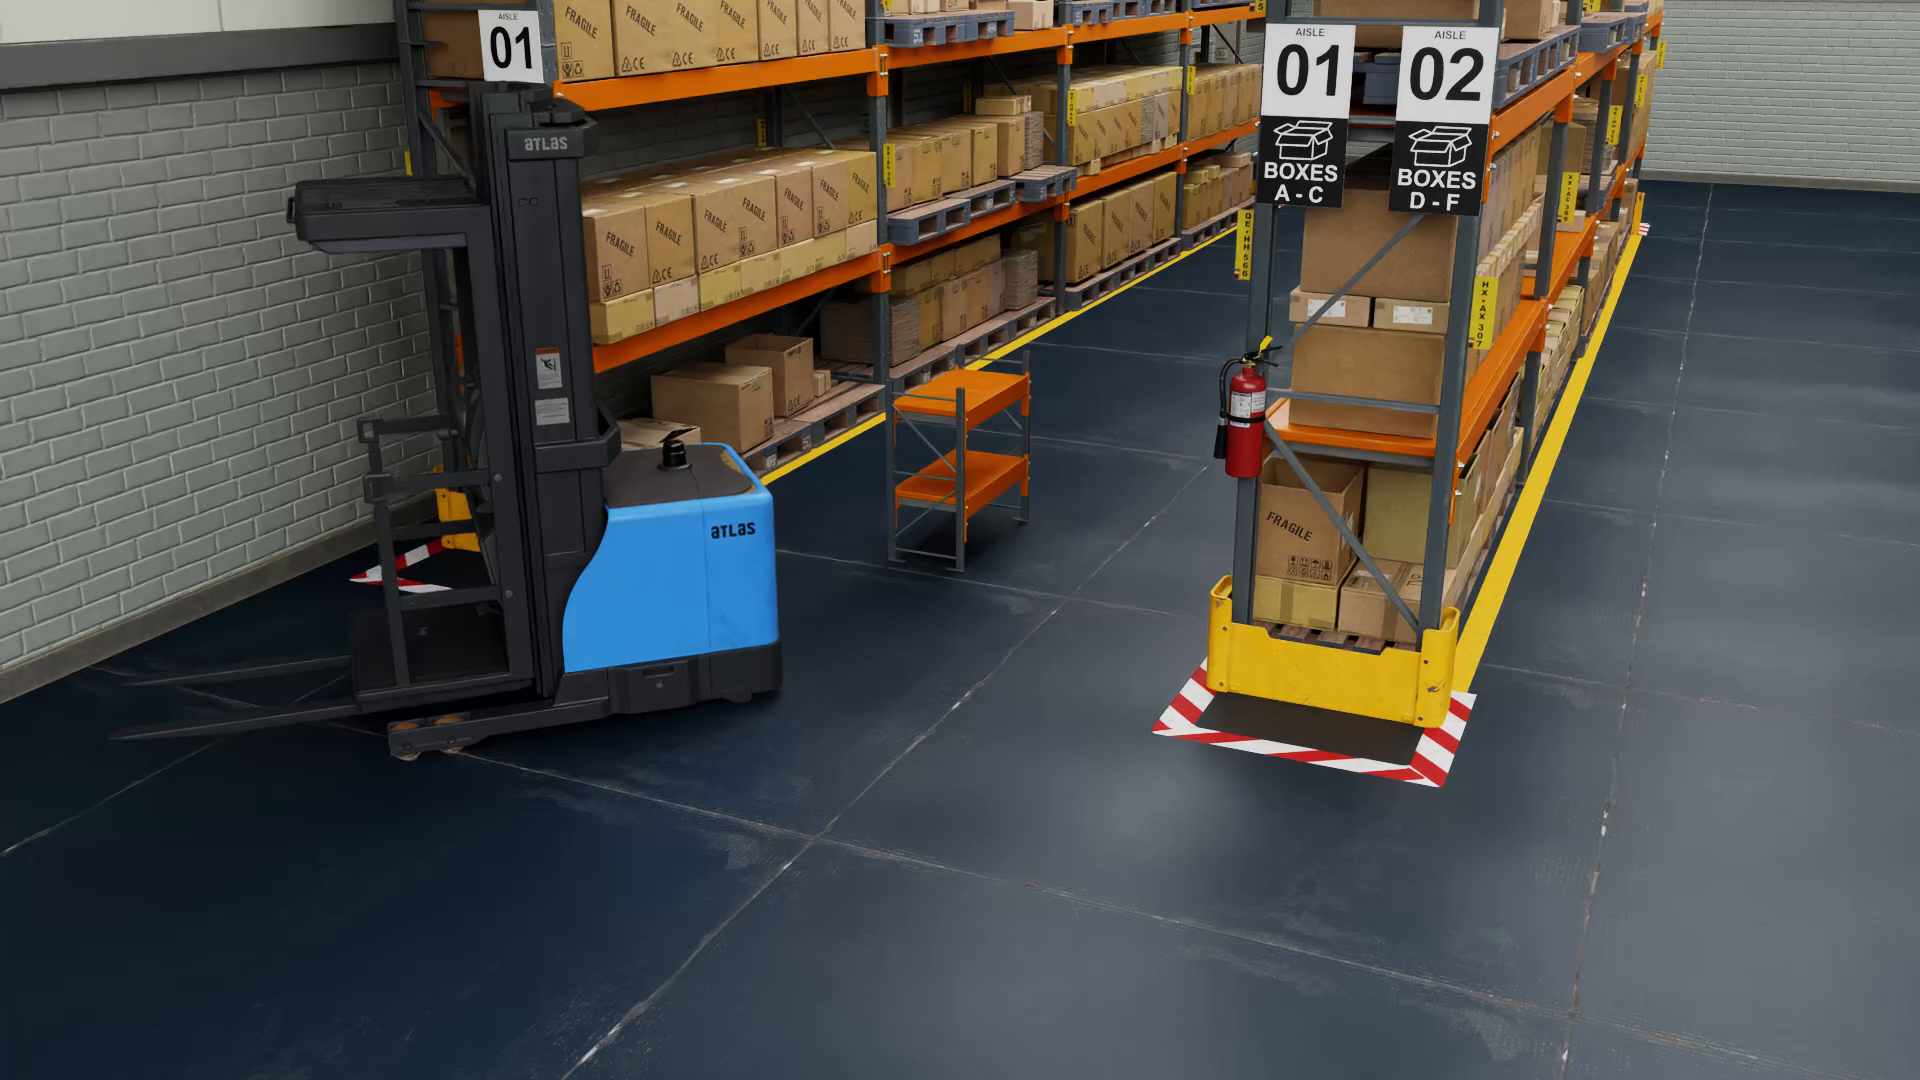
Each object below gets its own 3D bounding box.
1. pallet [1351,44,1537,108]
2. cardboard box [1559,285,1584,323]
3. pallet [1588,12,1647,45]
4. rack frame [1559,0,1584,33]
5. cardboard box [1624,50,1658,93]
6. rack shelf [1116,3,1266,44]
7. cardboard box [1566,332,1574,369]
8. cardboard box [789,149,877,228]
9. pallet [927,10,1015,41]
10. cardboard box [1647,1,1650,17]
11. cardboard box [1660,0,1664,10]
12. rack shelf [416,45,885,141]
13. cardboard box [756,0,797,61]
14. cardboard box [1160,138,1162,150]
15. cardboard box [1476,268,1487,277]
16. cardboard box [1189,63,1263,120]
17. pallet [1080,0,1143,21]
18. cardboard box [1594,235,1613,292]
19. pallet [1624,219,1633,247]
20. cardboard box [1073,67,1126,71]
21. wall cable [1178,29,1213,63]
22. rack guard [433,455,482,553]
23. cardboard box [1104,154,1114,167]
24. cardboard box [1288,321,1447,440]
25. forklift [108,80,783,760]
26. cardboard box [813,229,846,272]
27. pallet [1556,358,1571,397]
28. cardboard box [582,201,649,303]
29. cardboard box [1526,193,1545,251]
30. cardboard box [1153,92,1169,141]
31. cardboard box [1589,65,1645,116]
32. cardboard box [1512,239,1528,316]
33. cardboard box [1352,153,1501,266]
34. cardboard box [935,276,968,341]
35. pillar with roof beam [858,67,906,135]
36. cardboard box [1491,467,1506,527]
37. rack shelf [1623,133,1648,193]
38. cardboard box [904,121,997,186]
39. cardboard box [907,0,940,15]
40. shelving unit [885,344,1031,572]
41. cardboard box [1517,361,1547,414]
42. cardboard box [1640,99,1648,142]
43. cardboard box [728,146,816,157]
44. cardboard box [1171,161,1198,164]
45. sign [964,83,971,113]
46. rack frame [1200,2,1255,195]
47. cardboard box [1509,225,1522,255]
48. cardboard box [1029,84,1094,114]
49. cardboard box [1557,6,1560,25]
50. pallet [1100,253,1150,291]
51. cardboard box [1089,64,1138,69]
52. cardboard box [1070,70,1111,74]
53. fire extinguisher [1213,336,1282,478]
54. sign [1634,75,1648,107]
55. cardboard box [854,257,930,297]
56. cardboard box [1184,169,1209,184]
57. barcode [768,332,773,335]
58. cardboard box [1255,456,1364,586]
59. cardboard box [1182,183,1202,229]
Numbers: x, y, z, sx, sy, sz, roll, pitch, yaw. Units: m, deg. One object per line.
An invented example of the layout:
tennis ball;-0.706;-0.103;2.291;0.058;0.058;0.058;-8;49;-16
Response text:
pallet;2.148;-2.232;7.923;1.003;0.211;1.213;9;21;23
cardboard box;5.121;-2.066;14.440;0.500;0.311;0.500;9;22;24
pallet;4.914;-4.198;13.600;1.213;0.211;1.003;10;22;25
rack frame;3.473;-4.697;10.246;1.000;3.000;0.127;9;21;23
cardboard box;8.455;-5.883;20.893;0.500;0.500;0.500;8;21;22
rack shelf;3.047;-6.680;21.373;1.077;0.370;4.000;9;21;23
cardboard box;4.910;-1.643;14.089;0.500;0.250;0.500;8;21;22
cardboard box;-0.960;-2.654;12.529;0.500;0.500;0.500;8;21;23
pallet;-0.276;-4.365;14.070;1.213;0.211;1.003;9;21;23
cardboard box;7.174;-5.773;17.972;0.500;0.250;0.500;9;21;23
cardboard box;8.417;-6.688;20.545;0.500;0.250;0.500;9;21;23
rack shelf;-1.867;-3.012;11.058;1.077;0.370;4.000;9;21;23
cardboard box;-1.440;-3.503;11.186;0.500;0.500;0.500;8;21;21
cardboard box;2.119;-4.590;19.243;0.380;0.149;0.250;9;22;24
cardboard box;2.506;-1.324;8.599;0.380;0.149;0.250;8;21;22
cardboard box;3.666;-6.201;22.981;0.980;0.700;0.700;10;22;25
pallet;1.260;-5.642;17.663;1.003;0.211;1.213;10;22;25
cardboard box;6.392;-2.852;17.085;0.500;0.500;0.500;9;21;23
pallet;8.030;-3.957;21.282;1.003;0.211;1.213;9;21;23
cardboard box;1.594;-5.279;19.093;0.500;0.250;0.500;9;21;23
wall cable;3.527;-7.217;24.769;0.084;1.984;1.851;9;21;23
rack guard;-2.655;-0.171;10.205;1.175;0.500;0.348;9;21;23
cardboard box;1.437;-4.129;17.946;0.380;0.149;0.250;9;21;24
cardboard box;2.038;-0.835;8.192;0.700;0.500;0.500;9;21;23
forklift;-2.451;-0.572;7.704;3.031;2.935;1.130;-7;21;-19
cardboard box;-1.177;-2.150;12.231;0.500;0.250;0.500;9;21;23
pallet;4.738;-1.533;14.464;1.003;0.211;1.213;9;21;23
cardboard box;-2.216;-1.723;9.911;0.500;0.500;0.500;9;21;23
cardboard box;4.018;-2.311;12.341;0.500;0.500;0.500;10;22;27
cardboard box;2.069;-4.858;19.029;0.500;0.500;0.500;9;21;23
cardboard box;7.198;-4.939;18.240;0.500;0.500;0.500;9;22;24
cardboard box;3.297;-1.781;10.850;0.700;0.500;0.500;8;21;21
cardboard box;2.475;-1.779;8.908;0.700;0.500;0.500;9;21;23
cardboard box;-0.350;-2.121;15.030;0.700;0.500;0.500;9;21;23
pillar with roof beam;3.196;-5.729;13.147;9.100;9.000;0.400;9;21;23
cardboard box;3.077;-0.294;10.297;0.500;0.250;0.500;9;21;23
rack shelf;7.568;-4.588;19.967;1.077;0.370;4.000;9;21;23
cardboard box;-0.083;-3.497;15.019;0.700;0.500;0.500;9;21;23
cardboard box;-0.499;-4.462;13.569;0.500;0.311;0.500;9;22;24
shelving unit;0.003;-0.532;10.286;0.538;1.125;1.048;9;21;23
cardboard box;3.869;-1.129;11.806;0.500;0.311;0.500;9;21;23
cardboard box;8.033;-5.100;20.185;0.500;0.500;0.500;9;21;23
cardboard box;-1.431;-2.726;12.732;0.500;0.500;0.500;8;21;21
cardboard box;2.917;-4.916;21.950;0.380;0.149;0.250;8;21;22
sign;0.082;-4.392;16.614;0.100;0.325;0.005;9;21;23
rack frame;3.866;-6.217;23.474;1.000;3.000;0.127;9;21;23
cardboard box;3.138;-1.800;9.935;0.380;0.149;0.250;8;21;22
cardboard box;1.023;-4.434;16.717;0.500;0.250;0.500;9;22;24
cardboard box;3.956;-3.766;11.702;0.500;0.250;0.500;6;21;17
pallet;1.482;-3.060;18.758;1.003;0.211;1.213;9;21;23
cardboard box;1.802;-5.439;19.545;0.500;0.250;0.500;9;22;24
cardboard box;1.393;-5.125;18.660;0.500;0.250;0.500;8;21;21
fire extinguisher;1.363;-0.639;7.903;0.296;0.674;0.183;9;21;23
sign;7.256;-4.786;17.722;0.100;0.325;0.005;9;21;23
cardboard box;-0.585;-2.294;14.397;0.500;0.250;0.500;8;21;22
cardboard box;2.934;-4.614;21.102;0.380;0.149;0.250;9;22;25
barcode;-1.488;-1.597;13.079;0.001;0.075;0.075;9;21;23
cardboard box;1.783;-0.108;8.653;0.500;0.500;0.500;9;21;23
cardboard box;2.628;-4.229;20.987;0.700;0.500;0.500;9;21;23
